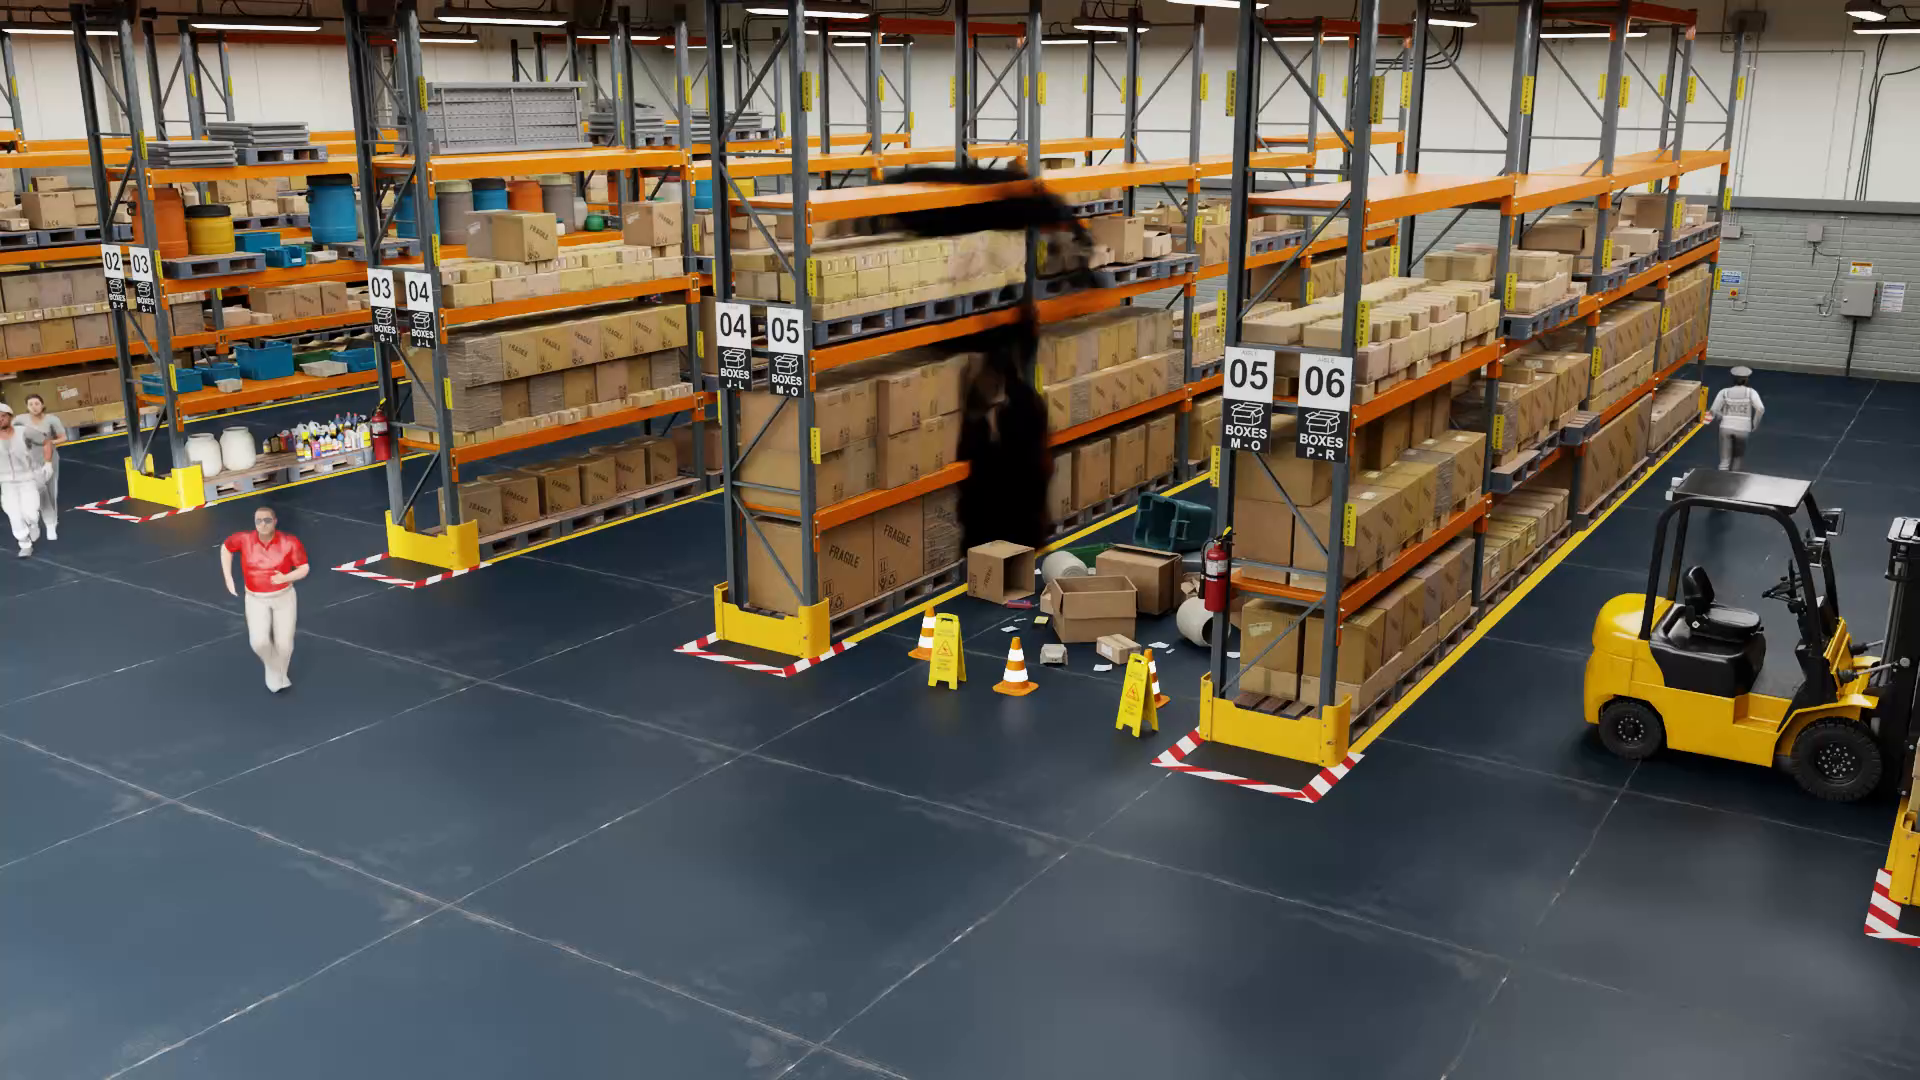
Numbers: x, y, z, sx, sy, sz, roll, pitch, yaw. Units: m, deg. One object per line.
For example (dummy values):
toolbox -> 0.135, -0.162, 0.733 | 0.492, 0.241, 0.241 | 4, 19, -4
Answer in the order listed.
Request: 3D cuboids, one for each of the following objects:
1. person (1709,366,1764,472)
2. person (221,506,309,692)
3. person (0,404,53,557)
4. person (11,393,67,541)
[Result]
person -> 9.686, -1.301, 20.826 | 0.630, 1.681, 0.965 | 9, 18, 29
person -> -5.874, 0.526, 14.131 | 0.701, 1.678, 0.784 | -5, 16, -18
person -> -10.359, -0.644, 18.287 | 0.699, 1.737, 0.656 | -5, 16, -18
person -> -10.653, -0.879, 19.309 | 0.586, 1.687, 0.833 | -8, 17, -26
